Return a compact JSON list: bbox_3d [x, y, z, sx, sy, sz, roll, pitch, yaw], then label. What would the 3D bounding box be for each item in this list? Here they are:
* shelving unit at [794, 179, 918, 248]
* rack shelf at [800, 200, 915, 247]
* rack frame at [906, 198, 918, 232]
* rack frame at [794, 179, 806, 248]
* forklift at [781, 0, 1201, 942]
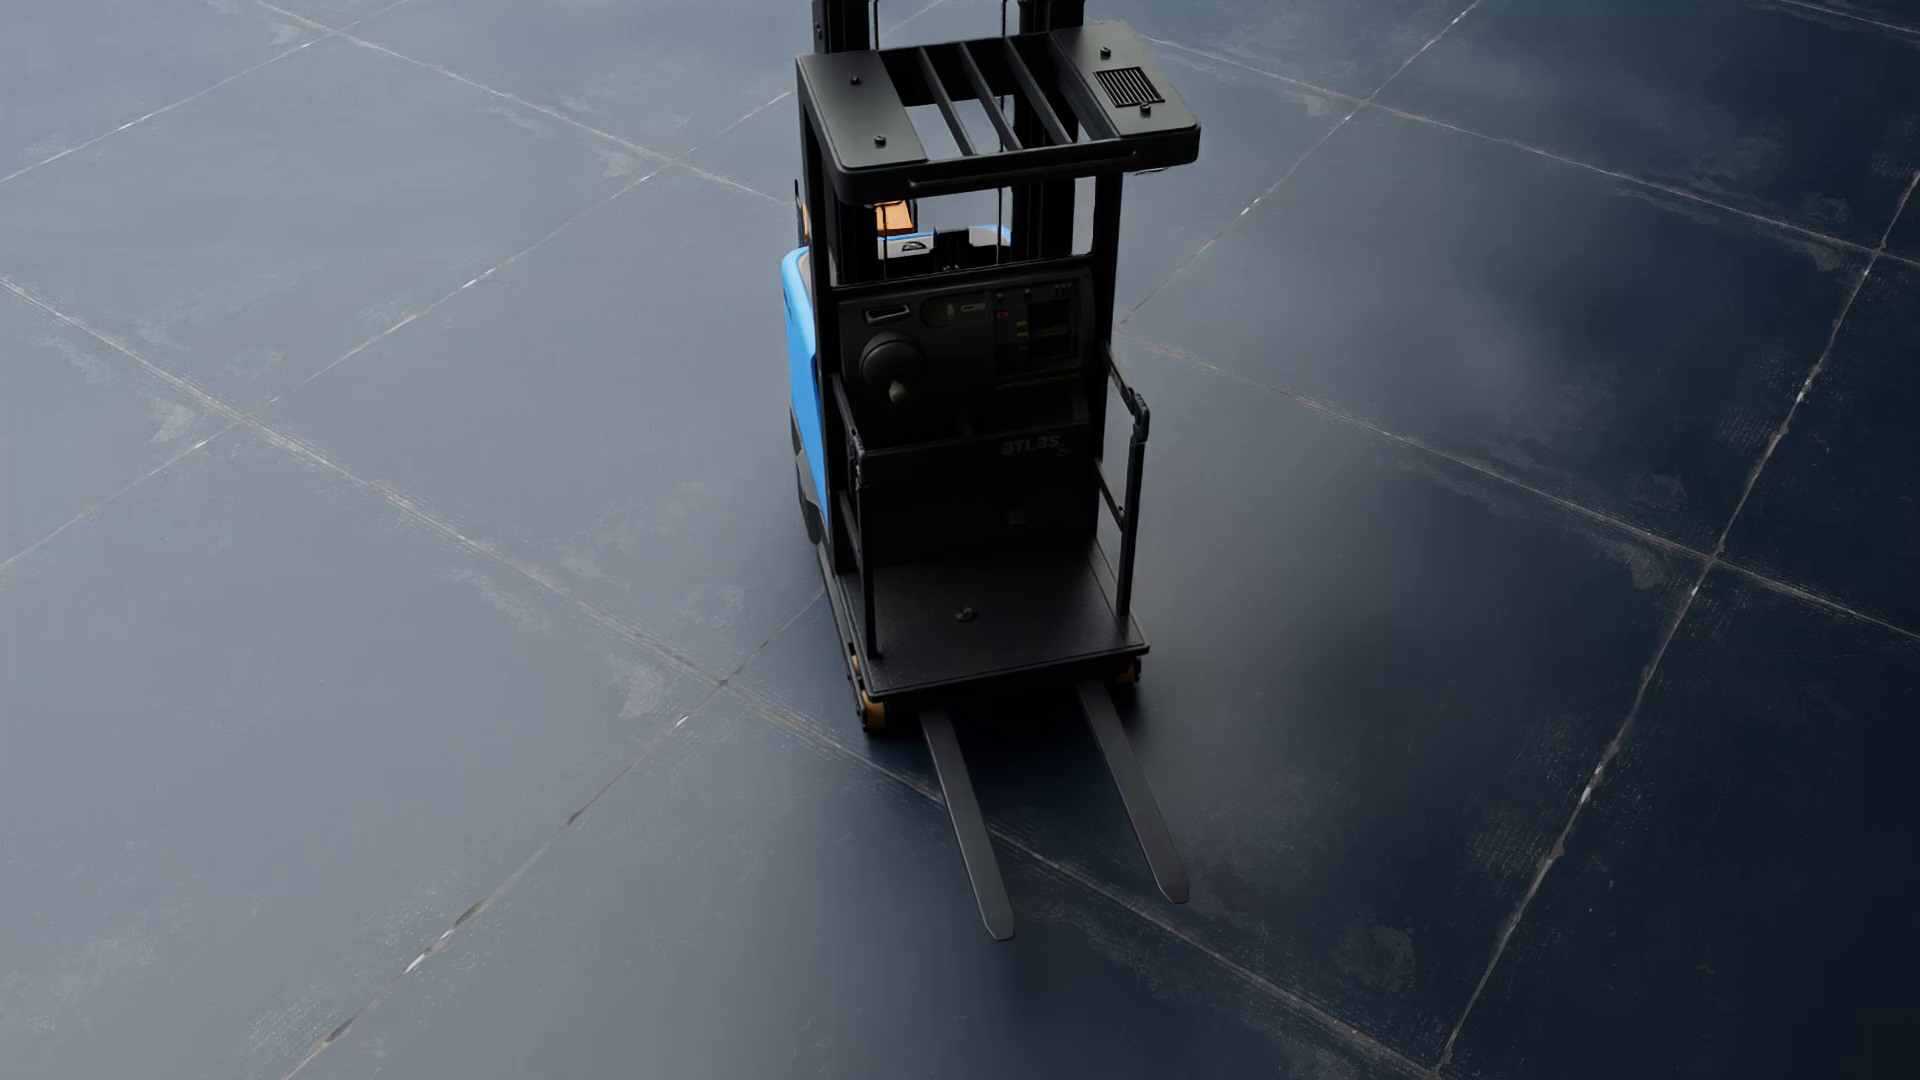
[{"bbox_3d":[-0.451,-1.066,7.541,0.503,1.200,0.258,-6,42,-7],"label":"shelving unit"},{"bbox_3d":[-0.451,-1.358,7.279,0.480,0.148,0.258,-6,42,-7],"label":"rack shelf"},{"bbox_3d":[-0.210,-1.092,7.571,0.015,1.200,0.240,-6,42,-7],"label":"rack frame"},{"bbox_3d":[-0.691,-1.039,7.511,0.015,1.200,0.240,-6,42,-7],"label":"rack frame"},{"bbox_3d":[0.081,-0.645,5.772,1.130,2.935,3.031,-9,43,-10],"label":"forklift"}]
